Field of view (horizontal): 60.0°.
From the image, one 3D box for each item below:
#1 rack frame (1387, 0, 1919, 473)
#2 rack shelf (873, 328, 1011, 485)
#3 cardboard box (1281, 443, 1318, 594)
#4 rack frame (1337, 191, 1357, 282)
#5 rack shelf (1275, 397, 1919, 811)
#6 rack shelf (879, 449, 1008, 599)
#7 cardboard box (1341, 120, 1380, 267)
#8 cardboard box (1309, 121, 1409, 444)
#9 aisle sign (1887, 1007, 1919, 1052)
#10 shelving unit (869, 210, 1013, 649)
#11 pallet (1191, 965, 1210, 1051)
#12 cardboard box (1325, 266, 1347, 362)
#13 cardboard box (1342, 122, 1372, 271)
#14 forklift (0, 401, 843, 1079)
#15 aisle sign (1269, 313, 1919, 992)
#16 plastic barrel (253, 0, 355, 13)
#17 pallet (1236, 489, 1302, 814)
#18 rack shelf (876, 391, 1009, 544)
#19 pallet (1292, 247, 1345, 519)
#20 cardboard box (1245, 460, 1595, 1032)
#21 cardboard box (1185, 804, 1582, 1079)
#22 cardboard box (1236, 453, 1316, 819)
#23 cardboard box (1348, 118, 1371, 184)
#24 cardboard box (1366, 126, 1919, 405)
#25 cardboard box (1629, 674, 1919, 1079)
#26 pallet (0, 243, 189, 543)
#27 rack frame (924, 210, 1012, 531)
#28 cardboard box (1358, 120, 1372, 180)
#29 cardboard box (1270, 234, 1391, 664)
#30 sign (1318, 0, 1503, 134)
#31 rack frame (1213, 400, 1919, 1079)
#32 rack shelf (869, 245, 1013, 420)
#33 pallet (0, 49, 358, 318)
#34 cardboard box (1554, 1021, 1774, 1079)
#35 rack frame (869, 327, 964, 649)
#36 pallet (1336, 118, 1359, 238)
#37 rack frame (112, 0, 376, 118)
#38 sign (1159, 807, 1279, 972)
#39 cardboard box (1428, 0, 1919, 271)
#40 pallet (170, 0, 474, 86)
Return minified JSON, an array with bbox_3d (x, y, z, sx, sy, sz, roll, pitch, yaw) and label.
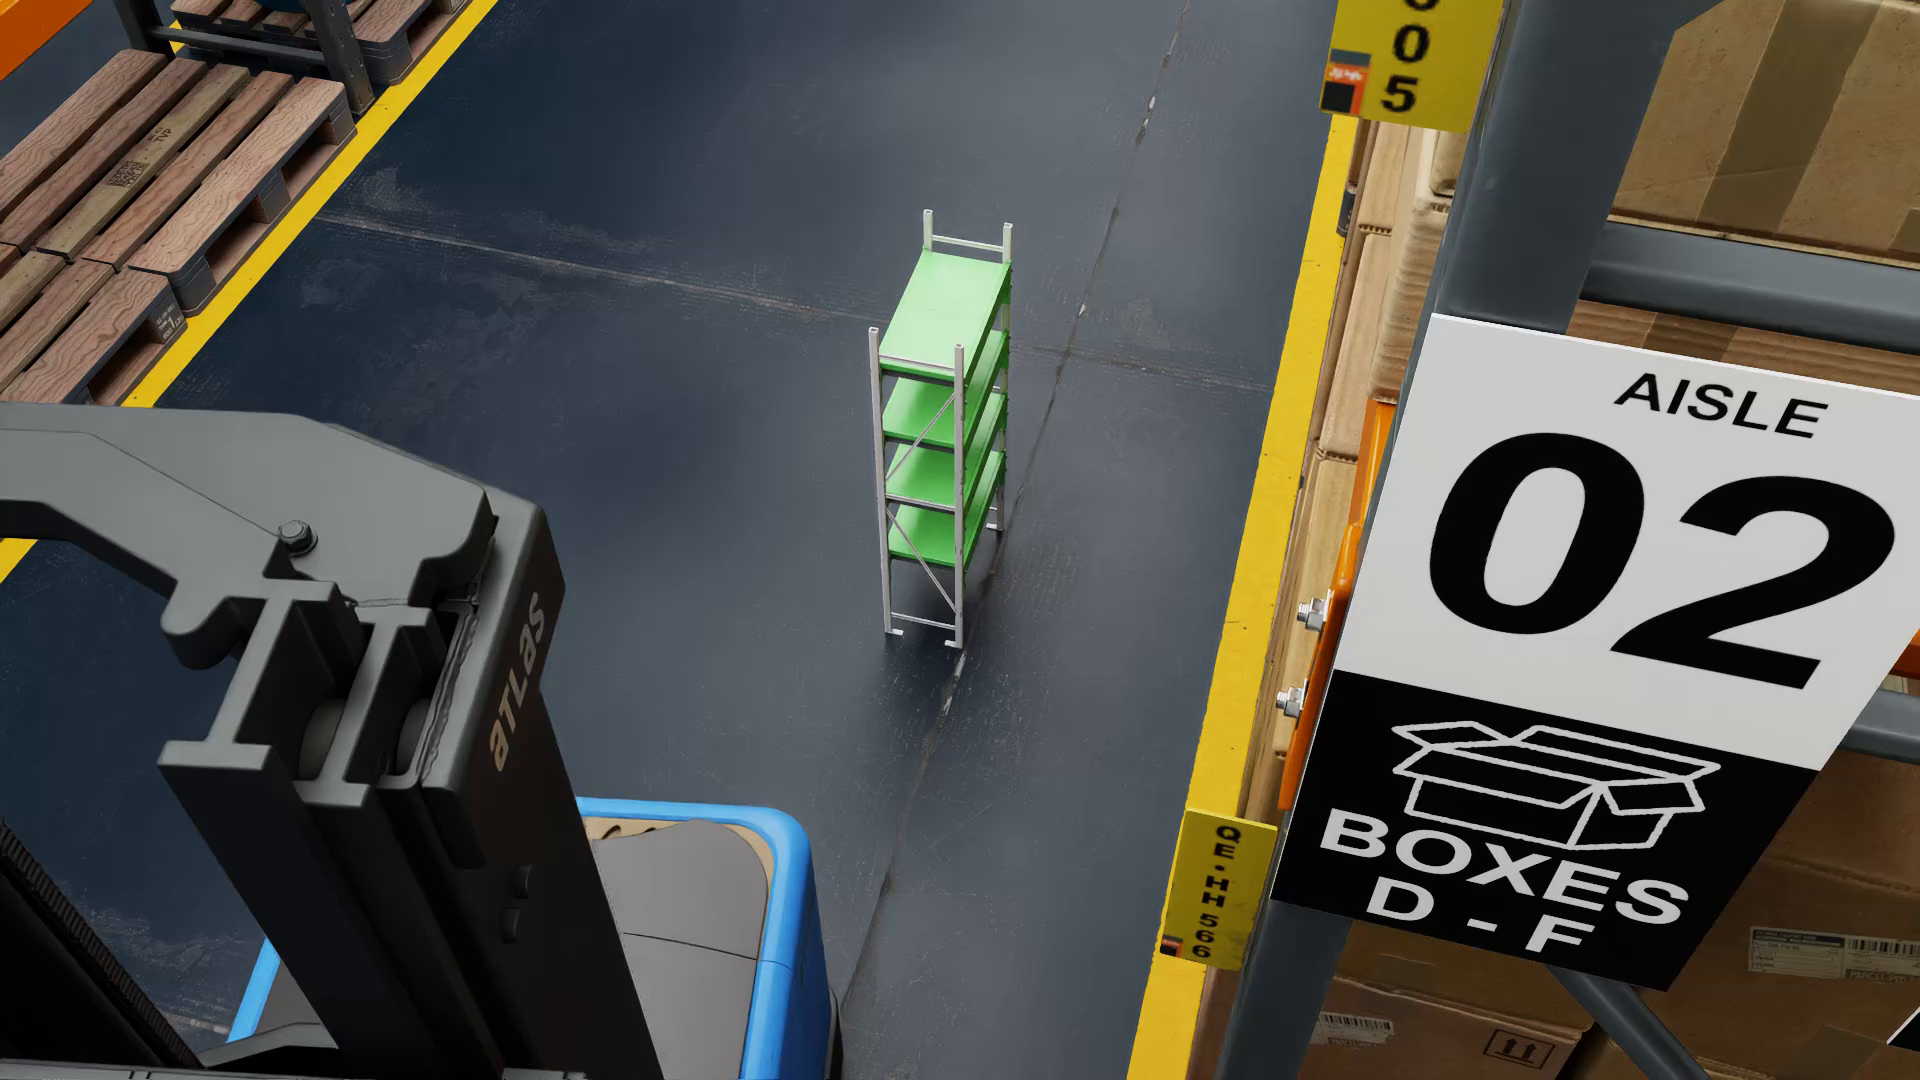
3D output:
[{"bbox_3d":[0.823,-0.967,0.101,1.000,3.000,0.127,12,50,10],"label":"rack frame"},{"bbox_3d":[-0.044,-0.394,4.562,0.258,0.148,0.480,12,50,10],"label":"rack shelf"},{"bbox_3d":[0.948,-0.128,3.296,0.500,0.500,0.500,12,50,10],"label":"cardboard box"},{"bbox_3d":[1.875,-1.875,4.904,1.000,3.000,0.127,12,50,10],"label":"rack frame"},{"bbox_3d":[1.349,-1.183,2.772,1.077,0.370,4.000,12,50,10],"label":"rack shelf"},{"bbox_3d":[-0.044,-0.076,4.922,0.258,0.148,0.480,12,50,10],"label":"rack shelf"},{"bbox_3d":[1.074,-0.835,3.253,0.500,0.500,0.500,13,50,11],"label":"cardboard box"},{"bbox_3d":[0.939,-0.463,2.925,0.500,0.500,0.500,13,50,11],"label":"cardboard box"},{"bbox_3d":[1.088,0.265,1.281,0.394,0.787,0.004,12,50,10],"label":"aisle sign"},{"bbox_3d":[-0.044,-0.277,4.694,0.258,1.200,0.503,12,50,10],"label":"shelving unit"},{"bbox_3d":[1.052,1.309,3.954,1.003,0.211,1.213,12,50,10],"label":"pallet"},{"bbox_3d":[1.080,-0.493,3.617,0.500,0.500,0.500,11,49,10],"label":"cardboard box"},{"bbox_3d":[1.213,-0.861,3.942,0.500,0.500,0.500,11,50,10],"label":"cardboard box"},{"bbox_3d":[-0.896,1.366,2.090,1.130,2.935,3.031,3,49,2],"label":"forklift"},{"bbox_3d":[0.509,0.147,1.386,0.394,0.787,0.004,12,50,10],"label":"aisle sign"},{"bbox_3d":[-2.743,-2.690,6.743,0.600,0.901,0.708,12,50,10],"label":"plastic barrel"},{"bbox_3d":[1.375,0.430,4.730,1.003,0.211,1.213,12,50,10],"label":"pallet"},{"bbox_3d":[-0.044,-0.235,4.742,0.258,0.148,0.480,12,50,10],"label":"rack shelf"},{"bbox_3d":[1.694,-0.456,5.511,1.003,0.211,1.213,12,50,10],"label":"pallet"},{"bbox_3d":[0.674,0.278,2.270,0.500,0.500,0.500,11,50,10],"label":"cardboard box"},{"bbox_3d":[0.678,0.608,2.646,0.500,0.500,0.500,13,50,11],"label":"cardboard box"},{"bbox_3d":[0.811,0.232,2.978,0.500,0.500,0.500,12,50,10],"label":"cardboard box"},{"bbox_3d":[1.729,-1.607,6.041,0.500,0.500,0.500,11,50,10],"label":"cardboard box"},{"bbox_3d":[0.703,-0.348,1.656,0.500,0.250,0.500,12,50,10],"label":"cardboard box"},{"bbox_3d":[1.194,0.385,2.176,0.500,0.500,0.500,13,50,11],"label":"cardboard box"},{"bbox_3d":[-3.378,-0.508,5.557,1.003,0.211,1.213,12,50,10],"label":"pallet"},{"bbox_3d":[0.021,-0.454,4.850,0.240,1.200,0.015,12,50,10],"label":"rack frame"},{"bbox_3d":[1.347,-1.222,4.261,0.500,0.500,0.500,12,50,11],"label":"cardboard box"},{"bbox_3d":[0.807,-0.087,2.593,0.500,0.500,0.500,13,50,11],"label":"cardboard box"},{"bbox_3d":[0.292,-0.391,1.003,0.100,0.325,0.005,12,50,10],"label":"sign"},{"bbox_3d":[0.823,1.018,2.351,1.000,3.000,0.127,12,50,10],"label":"rack frame"},{"bbox_3d":[-0.044,-0.553,4.383,0.258,0.148,0.480,12,50,10],"label":"rack shelf"},{"bbox_3d":[-3.058,-1.393,6.338,1.003,0.211,1.213,12,50,10],"label":"pallet"},{"bbox_3d":[1.194,0.716,2.550,0.500,0.500,0.500,13,50,11],"label":"cardboard box"},{"bbox_3d":[-0.108,-0.101,4.539,0.240,1.200,0.015,12,50,10],"label":"rack frame"},{"bbox_3d":[2.053,-1.548,6.475,1.003,0.211,1.213,12,50,10],"label":"pallet"},{"bbox_3d":[-2.902,-2.855,5.769,1.000,3.000,0.127,12,50,10],"label":"rack frame"},{"bbox_3d":[0.292,0.407,1.907,0.100,0.325,0.005,12,50,10],"label":"sign"},{"bbox_3d":[0.712,-0.512,1.467,0.500,0.250,0.500,12,50,10],"label":"cardboard box"},{"bbox_3d":[-2.659,-2.482,7.300,1.003,0.211,1.213,12,50,10],"label":"pallet"}]
